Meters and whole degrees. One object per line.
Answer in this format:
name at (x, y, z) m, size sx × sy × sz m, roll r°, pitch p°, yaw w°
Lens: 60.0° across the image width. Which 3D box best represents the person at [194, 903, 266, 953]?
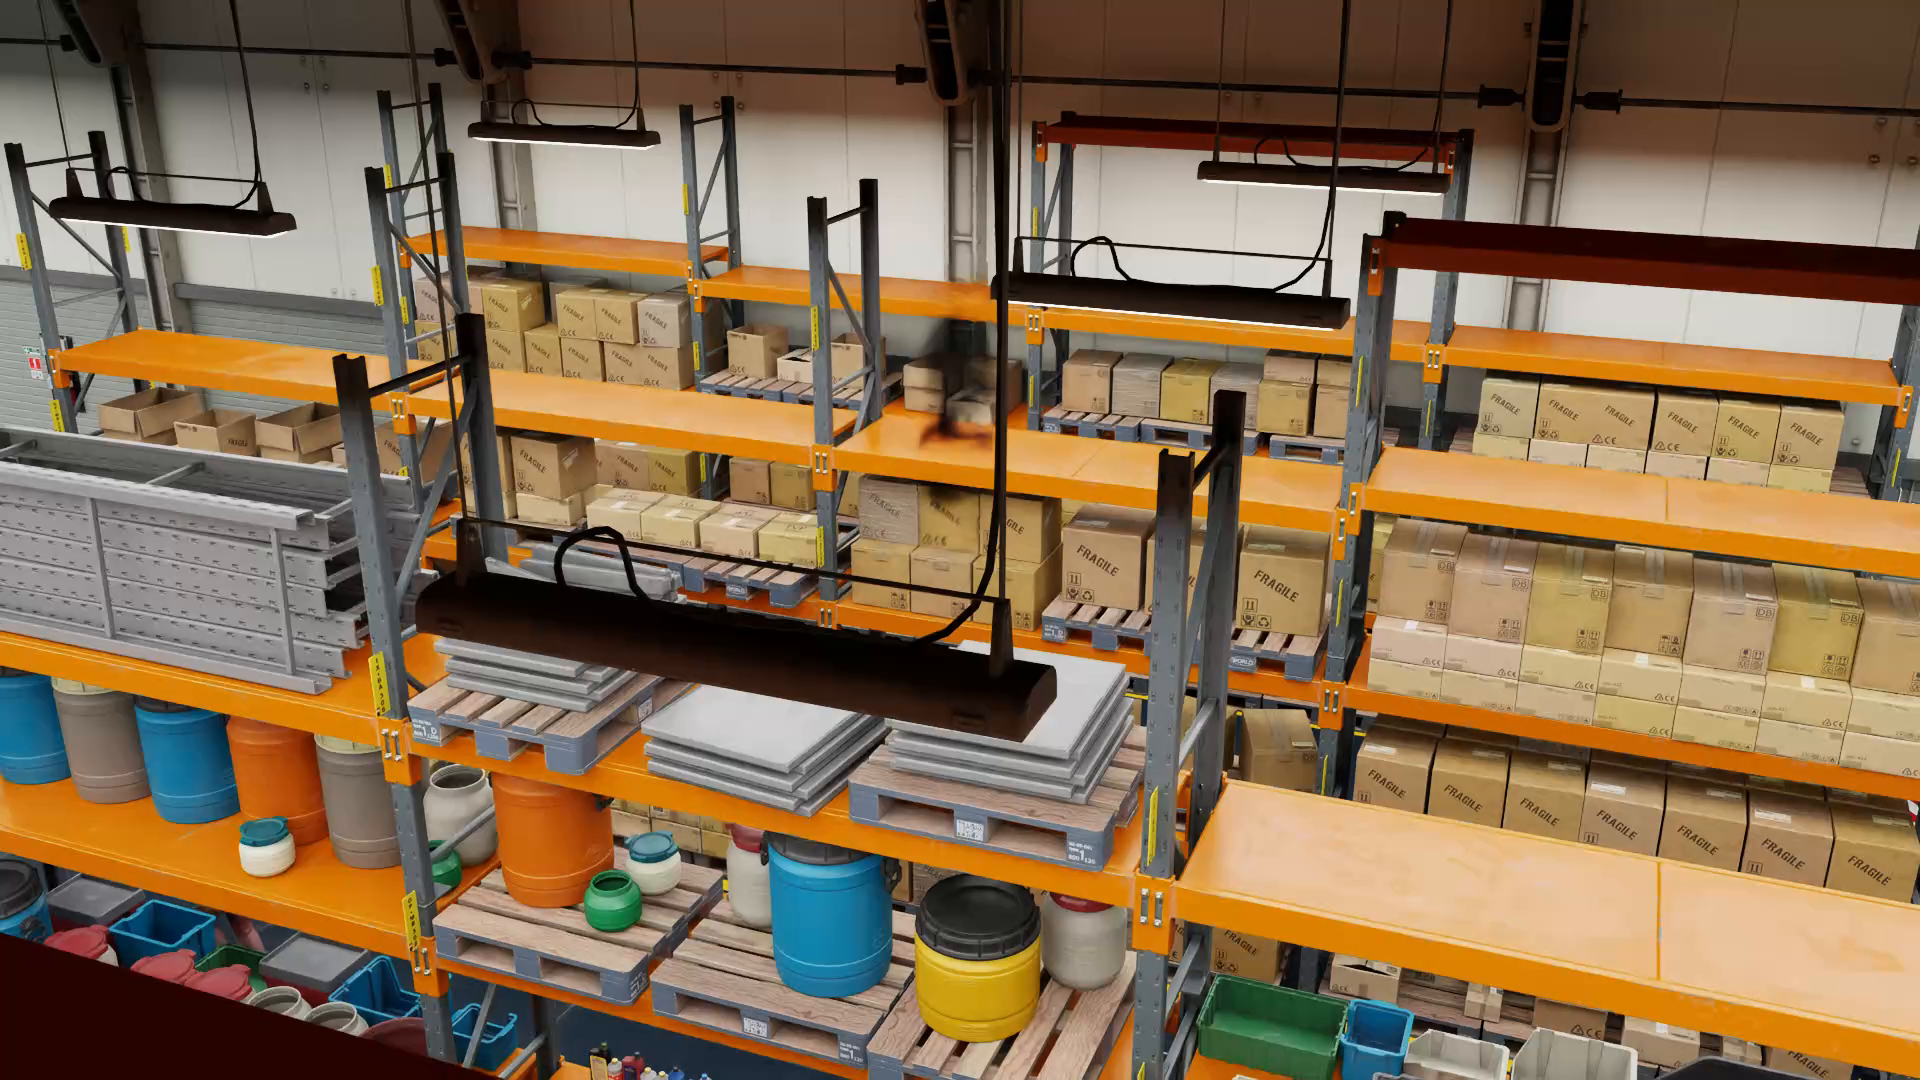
person at (-5.726, 2.772, 12.816) m, size 0.665 × 1.684 × 0.583 m, roll 14°, pitch 25°, yaw 33°
